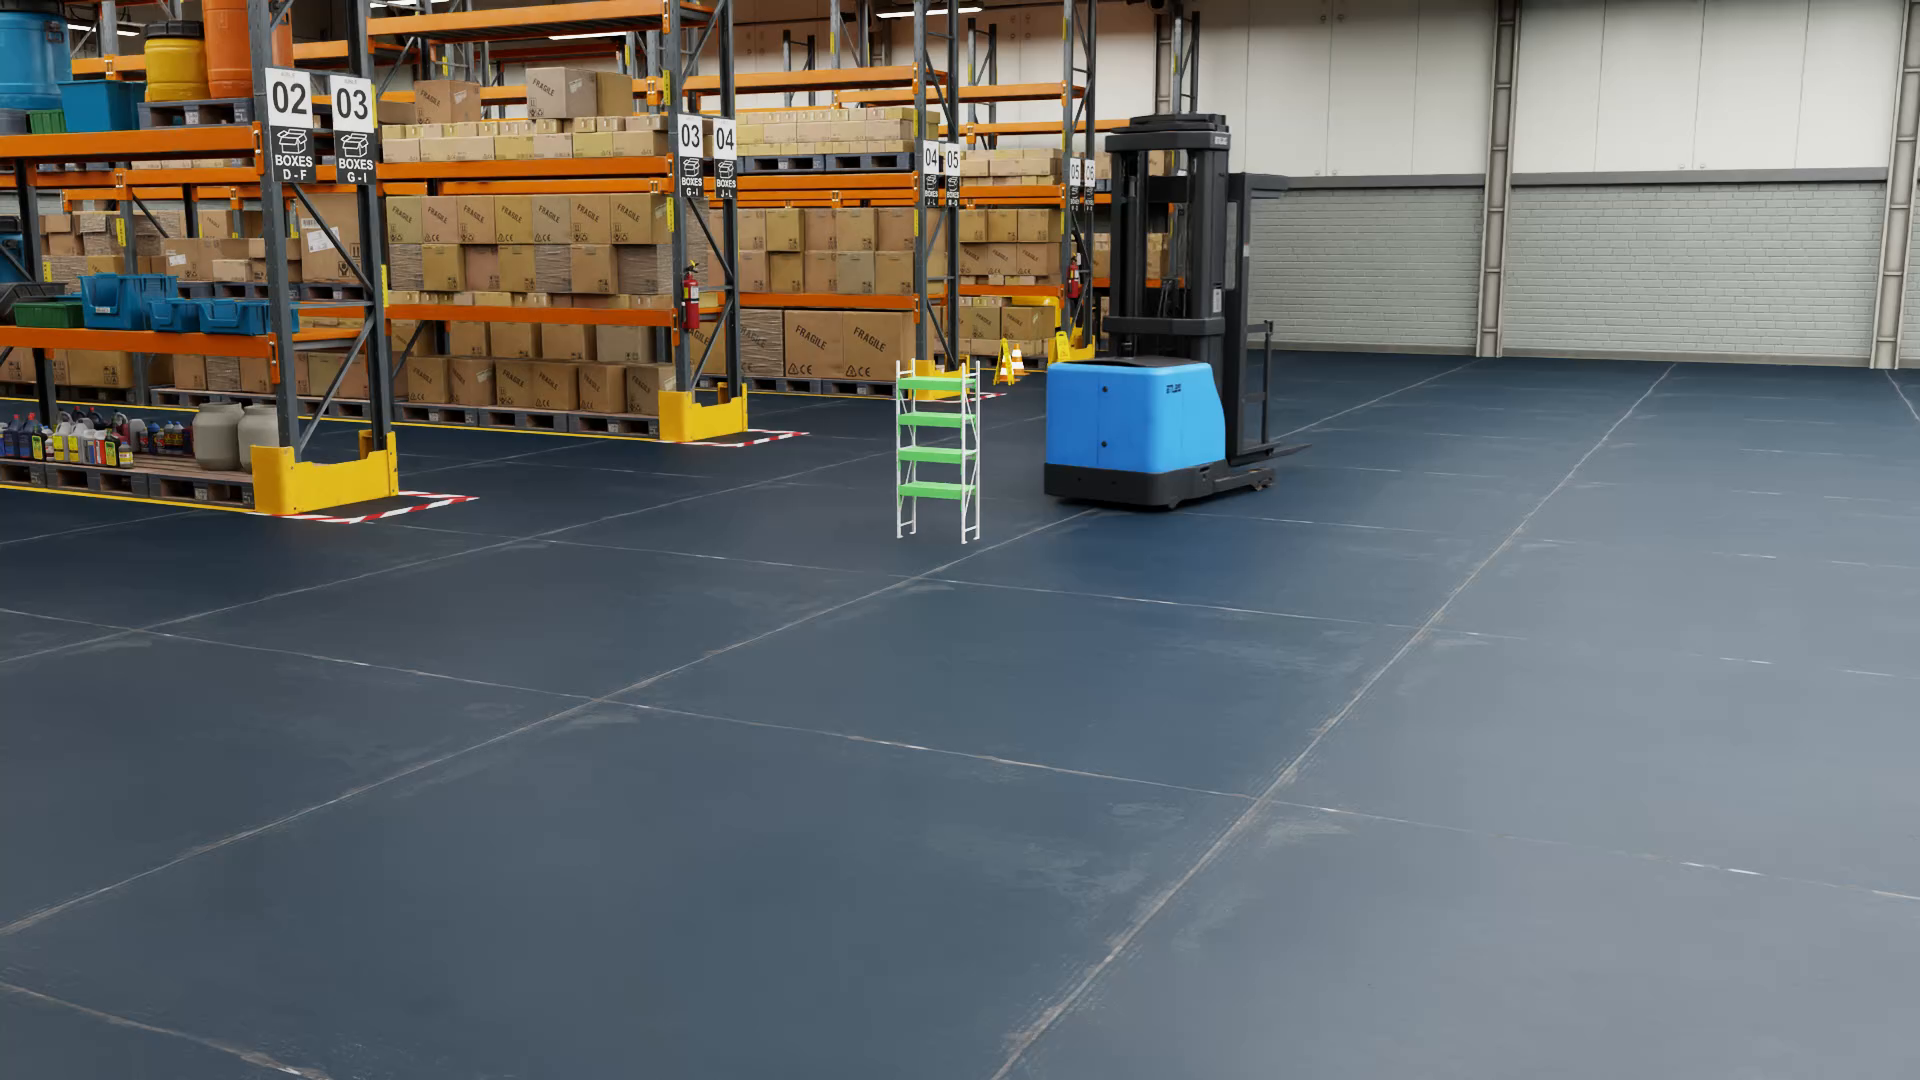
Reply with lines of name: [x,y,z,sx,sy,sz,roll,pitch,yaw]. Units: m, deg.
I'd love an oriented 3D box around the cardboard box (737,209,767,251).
cardboard box: [-2.592,-4.134,22.196,0.550,0.550,0.875,5,11,26]

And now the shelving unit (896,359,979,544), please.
shelving unit: [-0.148,-0.603,11.195,0.503,1.200,0.258,5,11,26]

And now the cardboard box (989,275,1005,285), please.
cardboard box: [0.640,-4.049,25.885,0.250,0.149,0.380,5,12,27]

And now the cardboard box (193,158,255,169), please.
cardboard box: [-8.514,-4.429,19.276,0.500,0.250,0.500,5,12,27]

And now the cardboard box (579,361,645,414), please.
cardboard box: [-3.678,-1.623,17.617,0.500,0.500,0.500,9,14,41]

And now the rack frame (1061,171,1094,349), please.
rack frame: [1.811,-4.136,25.660,0.127,3.000,1.000,5,11,26]

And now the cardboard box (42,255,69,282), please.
cardboard box: [-11.212,-3.313,20.831,0.500,0.500,0.500,5,11,24]

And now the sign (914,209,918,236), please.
sign: [-0.541,-3.938,20.651,0.005,0.325,0.100,5,11,26]

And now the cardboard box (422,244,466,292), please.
cardboard box: [-5.352,-2.974,18.122,0.500,0.500,0.875,5,11,26]

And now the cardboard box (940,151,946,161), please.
cardboard box: [-0.208,-6.010,26.057,0.250,0.149,0.380,5,12,27]

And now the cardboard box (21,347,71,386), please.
cardboard box: [-11.154,-2.474,21.264,0.875,0.875,1.225,5,11,26]

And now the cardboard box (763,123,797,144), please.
cardboard box: [-2.201,-5.255,21.545,0.500,0.250,0.500,5,11,26]

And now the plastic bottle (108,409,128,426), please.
plastic bottle: [-7.186,-0.945,14.232,0.185,0.351,0.144,5,11,25]

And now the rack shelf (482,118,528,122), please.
rack shelf: [-7.157,-7.325,29.579,4.000,0.370,1.077,5,11,26]

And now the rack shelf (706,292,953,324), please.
rack shelf: [-2.082,-3.141,22.183,4.000,0.370,1.077,5,11,26]

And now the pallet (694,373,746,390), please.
pallet: [-3.229,-2.208,22.838,1.213,0.211,1.003,5,11,26]

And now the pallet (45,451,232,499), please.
pallet: [-6.671,-0.550,13.675,1.213,0.211,1.003,5,11,26]

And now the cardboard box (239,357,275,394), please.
cardboard box: [-8.124,-2.035,19.836,0.500,0.500,0.700,6,12,31]

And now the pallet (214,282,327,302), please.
pallet: [-7.955,-2.940,19.589,1.213,0.211,1.003,5,11,26]

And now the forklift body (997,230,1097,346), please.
forklift body: [1.496,-4.369,29.333,1.214,2.155,2.313,5,11,26]

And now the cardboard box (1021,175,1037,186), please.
cardboard box: [1.129,-5.486,25.403,0.250,0.149,0.380,5,11,26]

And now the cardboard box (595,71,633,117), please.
cardboard box: [-3.786,-4.631,17.453,0.500,0.500,0.500,5,11,26]

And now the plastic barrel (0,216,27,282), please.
plastic barrel: [-8.565,-2.403,14.677,0.708,0.901,0.600,5,11,26]

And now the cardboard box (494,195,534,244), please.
cardboard box: [-4.520,-3.364,17.469,0.500,0.500,0.500,5,11,26]

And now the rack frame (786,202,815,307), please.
rack frame: [-3.171,-5.559,33.525,0.127,3.000,1.000,5,11,26]

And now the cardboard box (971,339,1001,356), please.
cardboard box: [0.506,-3.052,26.214,0.500,0.250,0.500,5,11,26]

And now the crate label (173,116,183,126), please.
crate label: [-6.298,-3.365,13.397,0.408,0.251,0.502,5,11,26]

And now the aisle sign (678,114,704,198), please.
aisle sign: [-2.651,-3.780,16.392,0.004,0.787,0.394,5,11,26]

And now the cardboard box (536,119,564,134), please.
cardboard box: [-4.125,-4.227,17.044,0.250,0.149,0.380,4,11,23]

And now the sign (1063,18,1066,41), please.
sign: [1.547,-7.538,24.547,0.005,0.325,0.100,5,11,26]

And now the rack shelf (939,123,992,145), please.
rack shelf: [-1.377,-7.803,32.220,4.000,0.370,1.077,5,11,26]

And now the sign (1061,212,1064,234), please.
sign: [1.547,-4.774,25.048,0.005,0.325,0.100,5,11,26]

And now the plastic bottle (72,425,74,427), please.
plastic bottle: [-7.219,-0.801,13.646,0.135,0.276,0.152,5,11,26]

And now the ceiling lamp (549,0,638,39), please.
ceiling lamp: [-6.978,-11.282,31.908,2.000,3.185,0.800,5,11,26]

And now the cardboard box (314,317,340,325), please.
cardboard box: [-9.570,-3.446,25.580,0.500,0.250,0.500,6,12,28]

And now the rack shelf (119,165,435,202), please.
rack shelf: [-7.955,-4.148,19.324,4.000,0.370,1.077,5,11,26]

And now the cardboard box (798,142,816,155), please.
cardboard box: [-1.876,-5.018,21.356,0.250,0.149,0.380,5,11,26]

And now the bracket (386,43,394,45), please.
bracket: [-12.893,-11.245,37.990,0.430,0.232,0.235,5,11,26]

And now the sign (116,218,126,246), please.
sign: [-9.991,-3.664,19.804,0.005,0.325,0.100,5,11,26]

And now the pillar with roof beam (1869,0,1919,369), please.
pillar with roof beam: [12.635,-6.447,21.582,0.400,9.000,9.100,5,11,26]

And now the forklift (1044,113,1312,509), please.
forklift: [1.928,-1.887,13.427,1.130,2.935,3.031,8,13,36]

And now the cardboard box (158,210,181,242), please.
cardboard box: [-12.510,-5.047,26.770,0.500,0.500,0.500,5,12,27]

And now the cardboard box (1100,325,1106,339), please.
cardboard box: [2.556,-3.851,30.626,0.500,0.250,0.500,5,11,26]

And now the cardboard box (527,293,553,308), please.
cardboard box: [-4.313,-2.520,17.440,0.250,0.149,0.380,5,11,26]

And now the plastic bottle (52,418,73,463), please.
plastic bottle: [-7.262,-0.812,13.498,0.185,0.351,0.144,5,11,25]

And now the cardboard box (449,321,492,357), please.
cardboard box: [-6.957,-3.005,24.549,0.750,0.750,1.050,5,11,25]

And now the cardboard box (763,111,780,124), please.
cardboard box: [-2.336,-5.450,21.507,0.250,0.149,0.380,5,11,26]

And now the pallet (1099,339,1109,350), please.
pallet: [3.299,-3.610,30.586,1.213,0.211,1.003,5,11,26]

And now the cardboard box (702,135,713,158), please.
cardboard box: [-2.892,-4.035,17.099,0.500,0.250,0.500,5,12,28]

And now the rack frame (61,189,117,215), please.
rack frame: [-14.637,-4.598,28.214,0.127,3.000,1.000,5,11,26]

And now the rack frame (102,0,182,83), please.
rack frame: [-9.748,-6.136,19.864,0.127,3.000,1.000,5,11,26]

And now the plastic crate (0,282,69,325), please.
plastic crate: [-7.940,-1.985,13.951,0.504,0.338,0.767,5,11,26]

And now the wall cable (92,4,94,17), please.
wall cable: [-18.225,-11.832,32.806,0.029,3.000,2.355,5,11,26]
